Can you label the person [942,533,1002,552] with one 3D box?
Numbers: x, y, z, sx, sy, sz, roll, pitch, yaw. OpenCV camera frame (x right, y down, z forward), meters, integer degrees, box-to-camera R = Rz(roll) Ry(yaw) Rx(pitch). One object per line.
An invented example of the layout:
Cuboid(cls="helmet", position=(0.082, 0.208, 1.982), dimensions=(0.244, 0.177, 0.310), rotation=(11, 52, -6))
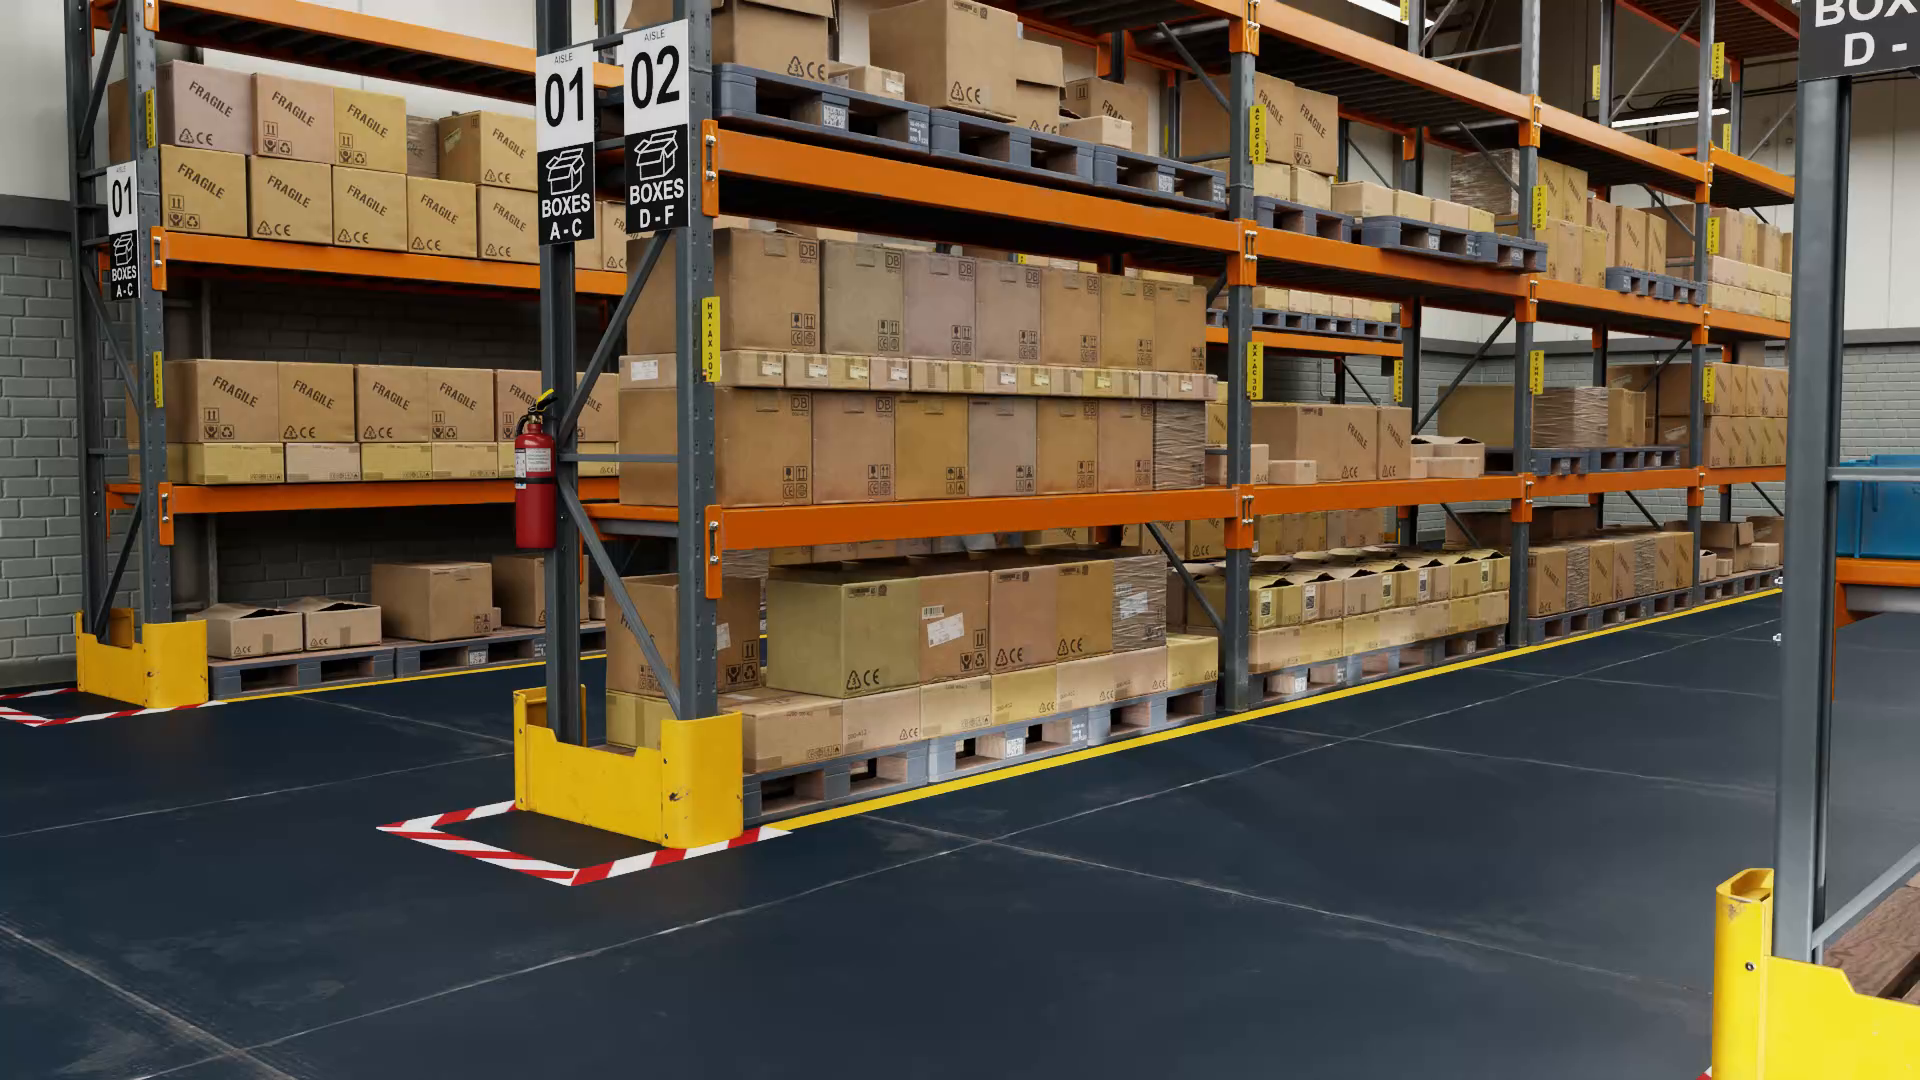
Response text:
Cuboid(cls="person", position=(0.069, -0.105, 13.384), dimensions=(0.597, 1.747, 0.443), rotation=(3, 4, 38))
